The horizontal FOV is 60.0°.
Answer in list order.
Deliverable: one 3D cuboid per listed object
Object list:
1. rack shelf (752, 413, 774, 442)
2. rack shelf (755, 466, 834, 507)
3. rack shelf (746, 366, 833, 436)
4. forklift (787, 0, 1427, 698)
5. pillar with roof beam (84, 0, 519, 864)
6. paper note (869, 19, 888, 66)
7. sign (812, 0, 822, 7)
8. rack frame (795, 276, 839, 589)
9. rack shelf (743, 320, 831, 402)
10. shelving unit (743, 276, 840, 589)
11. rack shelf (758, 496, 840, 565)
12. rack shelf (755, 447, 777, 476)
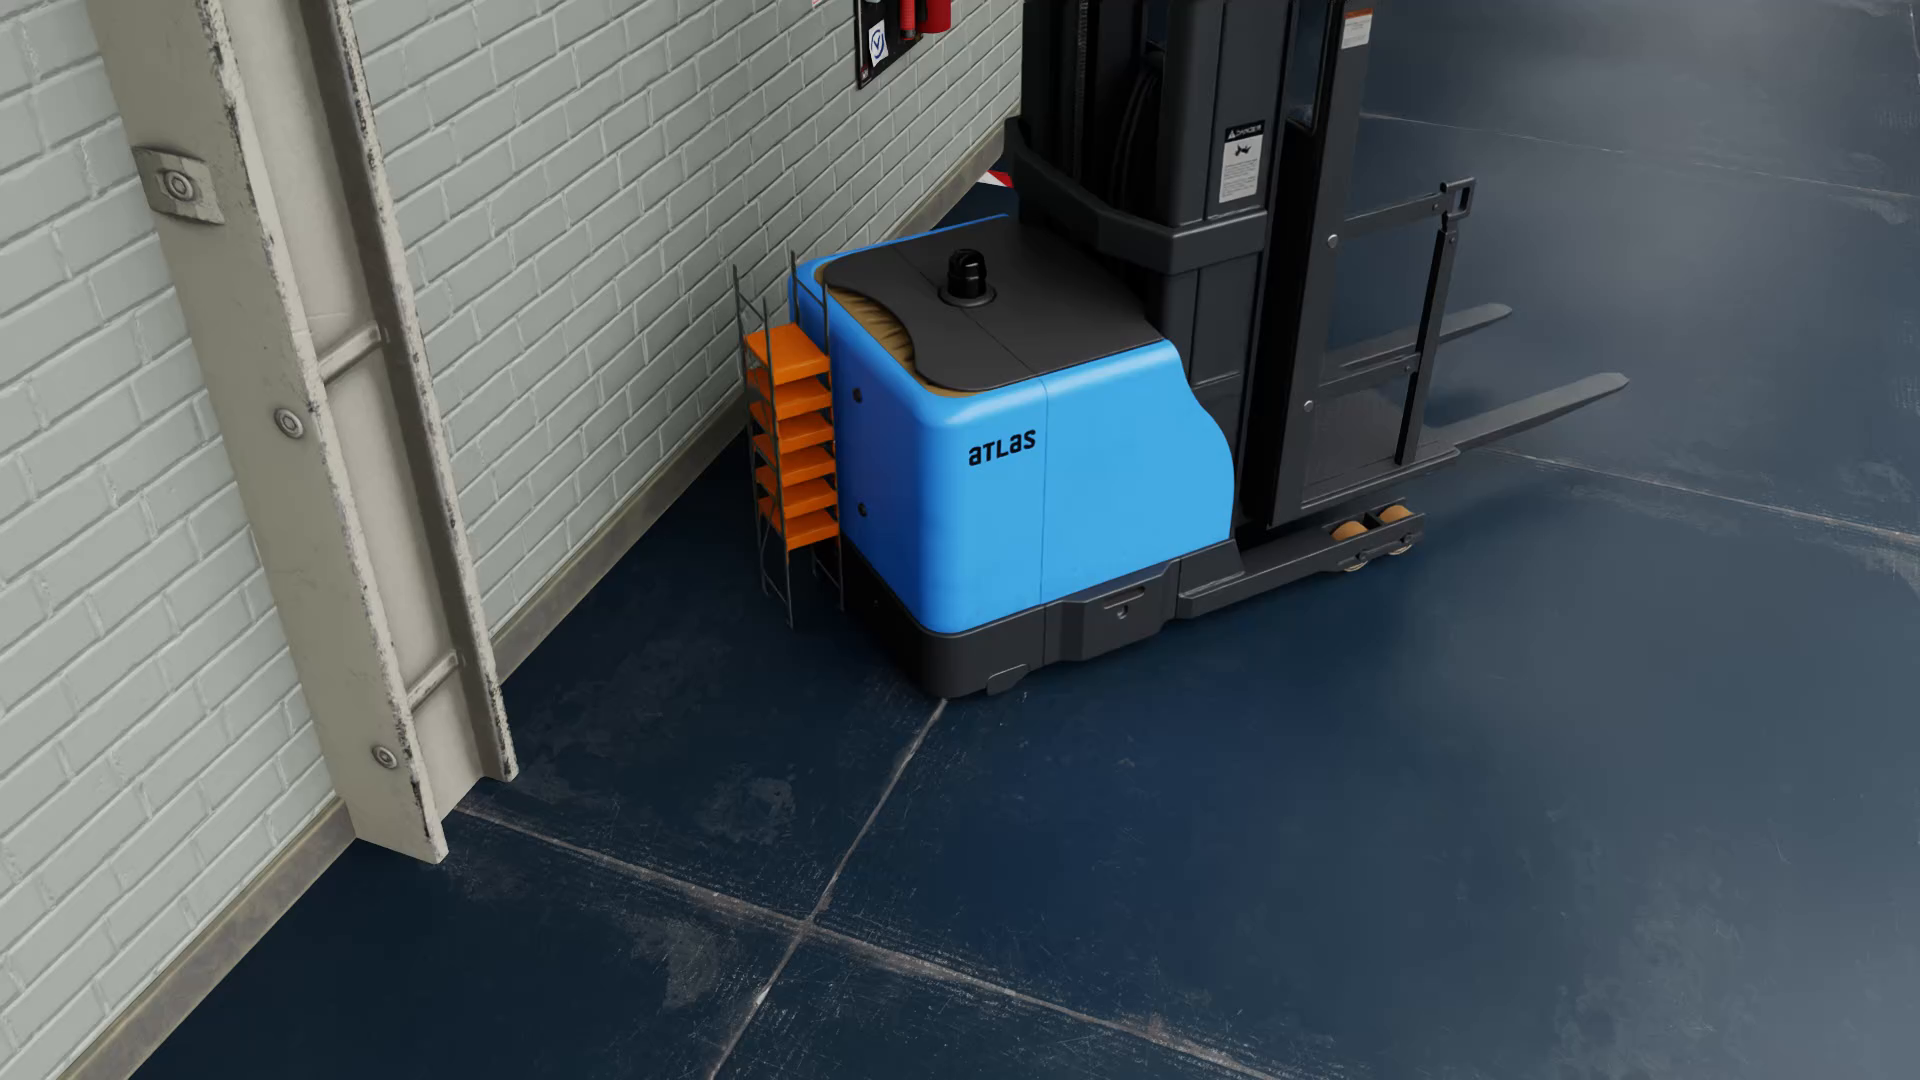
[{"bbox_3d":[-0.518,-0.358,5.068,0.166,0.020,0.199,-18,40,-23],"label":"rack shelf"},{"bbox_3d":[-0.518,-0.172,5.207,0.171,0.034,0.221,-18,40,-23],"label":"rack shelf"},{"bbox_3d":[-0.518,-0.439,5.008,0.180,0.103,0.258,-18,40,-23],"label":"rack shelf"},{"bbox_3d":[1.000,-1.328,5.079,3.031,2.935,1.130,-18,40,-23],"label":"forklift"},{"bbox_3d":[2.481,-1.878,0.746,9.100,9.000,0.400,14,39,18],"label":"pillar with roof beam"},{"bbox_3d":[-0.324,-1.983,6.633,0.016,0.148,0.142,14,39,18],"label":"paper note"},{"bbox_3d":[7.911,-5.353,10.324,11.513,0.391,16.451,14,39,18],"label":"sign"},{"bbox_3d":[-0.438,-0.308,5.160,0.002,1.046,0.228,-18,40,-23],"label":"rack frame"},{"bbox_3d":[-0.518,-0.535,4.936,0.180,0.103,0.258,-18,40,-23],"label":"rack shelf"},{"bbox_3d":[-0.517,-0.282,5.126,0.183,1.046,0.258,-18,40,-23],"label":"shelving unit"},{"bbox_3d":[-0.518,-0.054,5.295,0.180,0.103,0.258,-18,40,-23],"label":"rack shelf"},{"bbox_3d":[-0.518,-0.262,5.140,0.166,0.020,0.199,-18,40,-23],"label":"rack shelf"}]
